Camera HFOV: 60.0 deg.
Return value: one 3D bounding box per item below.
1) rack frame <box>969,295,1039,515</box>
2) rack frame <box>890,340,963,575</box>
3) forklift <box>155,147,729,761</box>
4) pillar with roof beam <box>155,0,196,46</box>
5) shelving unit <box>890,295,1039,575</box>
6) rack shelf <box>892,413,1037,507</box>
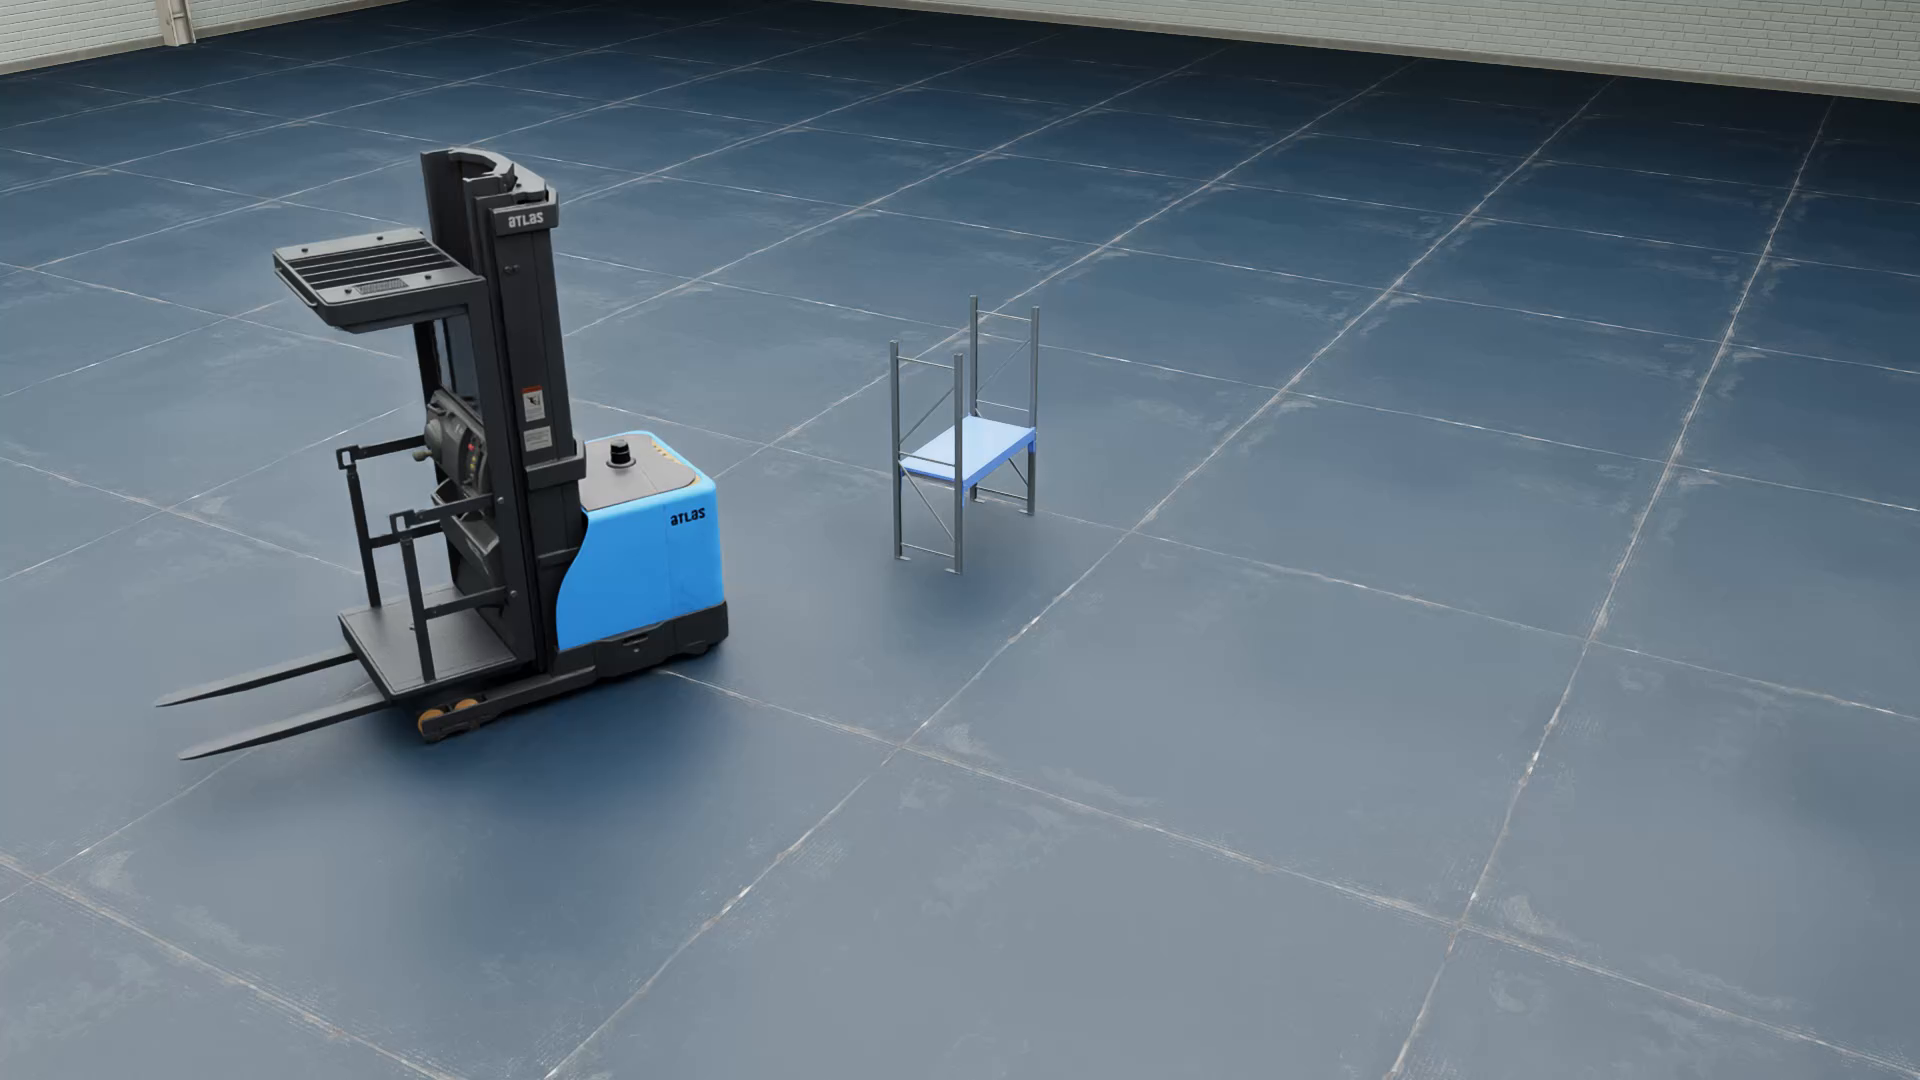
[{"bbox_3d":[0.292,-0.902,11.296,0.500,1.500,0.032,14,30,26],"label":"rack frame"},{"bbox_3d":[-0.208,-0.506,10.505,0.500,1.500,0.032,14,30,26],"label":"rack frame"},{"bbox_3d":[-2.885,-0.494,8.882,3.031,2.935,1.130,-17,31,-30],"label":"forklift"},{"bbox_3d":[-9.226,-11.334,23.759,9.100,9.000,0.400,14,30,26],"label":"pillar with roof beam"},{"bbox_3d":[0.042,-0.704,10.901,0.538,1.500,1.048,14,30,26],"label":"shelving unit"},{"bbox_3d":[0.042,-0.543,10.981,0.538,0.185,1.000,14,30,26],"label":"rack shelf"}]
